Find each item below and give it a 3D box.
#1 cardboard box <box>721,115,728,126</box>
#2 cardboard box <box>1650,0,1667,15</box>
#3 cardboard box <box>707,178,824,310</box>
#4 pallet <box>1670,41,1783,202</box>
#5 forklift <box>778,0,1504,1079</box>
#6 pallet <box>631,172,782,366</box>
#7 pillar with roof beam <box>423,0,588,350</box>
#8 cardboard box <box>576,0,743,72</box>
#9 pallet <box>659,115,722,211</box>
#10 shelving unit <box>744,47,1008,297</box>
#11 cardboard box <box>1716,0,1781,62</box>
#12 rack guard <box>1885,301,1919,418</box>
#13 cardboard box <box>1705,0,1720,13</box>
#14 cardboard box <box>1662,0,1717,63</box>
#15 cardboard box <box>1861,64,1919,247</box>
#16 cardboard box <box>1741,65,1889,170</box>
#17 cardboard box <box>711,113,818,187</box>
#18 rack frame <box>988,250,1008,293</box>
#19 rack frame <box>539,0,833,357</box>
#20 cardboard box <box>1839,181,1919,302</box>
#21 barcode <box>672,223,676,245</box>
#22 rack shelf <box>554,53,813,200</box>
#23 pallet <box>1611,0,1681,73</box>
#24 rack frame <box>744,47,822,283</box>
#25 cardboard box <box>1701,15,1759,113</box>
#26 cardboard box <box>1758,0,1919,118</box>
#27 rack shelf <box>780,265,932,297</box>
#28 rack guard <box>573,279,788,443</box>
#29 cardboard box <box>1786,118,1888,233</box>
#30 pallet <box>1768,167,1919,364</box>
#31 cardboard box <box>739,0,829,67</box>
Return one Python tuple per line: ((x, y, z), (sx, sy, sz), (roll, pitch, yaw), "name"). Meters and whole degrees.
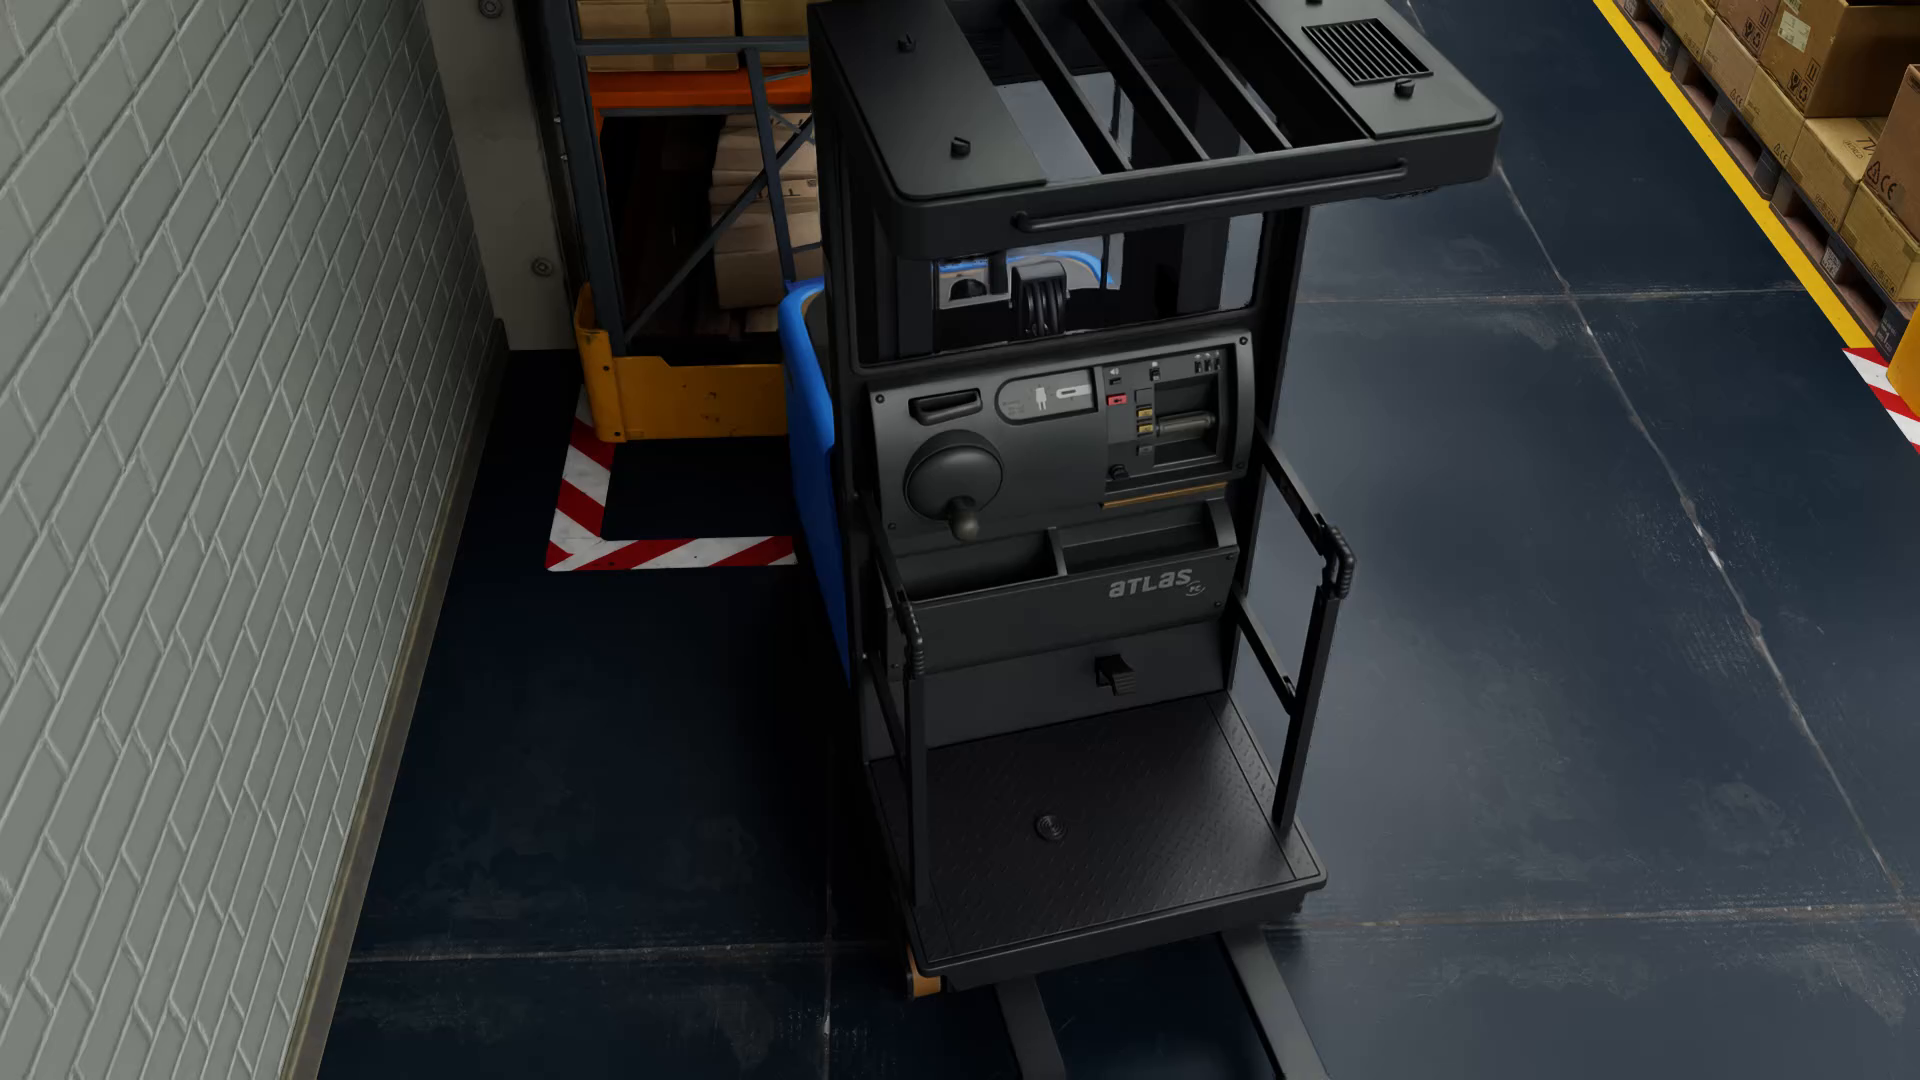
((-0.721, -2.138, 7.387), (0.700, 0.500, 0.500), (-4, 43, -4), "cardboard box")
((3.736, -2.873, 8.388), (0.500, 0.250, 0.500), (-2, 43, -2), "cardboard box")
((-0.716, -1.186, 6.489), (0.500, 0.311, 0.500), (-6, 43, -7), "cardboard box")
((4.050, -1.999, 7.775), (1.003, 0.211, 1.213), (-2, 43, -2), "pallet")
((0.307, -0.164, 3.760), (1.130, 2.935, 3.031), (-10, 43, -11), "forklift")
((-0.779, -1.119, 6.814), (1.003, 0.211, 1.213), (-2, 43, -2), "pallet")
((2.631, -4.329, 3.813), (9.100, 9.000, 0.400), (-2, 43, -2), "pillar with roof beam")
((-0.990, -1.808, 5.599), (0.500, 0.250, 0.500), (-1, 43, -1), "cardboard box")
((-0.828, -1.940, 7.710), (1.003, 0.211, 1.213), (-2, 43, -2), "pallet")
((-0.229, -0.712, 5.372), (0.538, 1.500, 1.048), (-15, 44, -10), "shelving unit")
((3.776, -2.474, 7.398), (0.500, 0.500, 0.500), (-2, 43, -2), "cardboard box")
((4.174, -0.753, 6.201), (1.175, 0.500, 0.348), (-2, 43, -2), "rack guard")
((3.752, -2.811, 7.766), (0.500, 0.500, 0.500), (-2, 43, -2), "cardboard box")
((3.752, -2.535, 8.020), (0.500, 0.250, 0.500), (-2, 43, -2), "cardboard box")
((3.853, -1.462, 6.294), (0.500, 0.500, 0.500), (-2, 43, -2), "cardboard box")
((3.798, -1.860, 7.283), (0.500, 0.250, 0.500), (-2, 43, -2), "cardboard box")
((-0.740, -1.571, 6.909), (0.500, 0.311, 0.500), (2, 43, 2), "cardboard box")
((-0.078, -0.386, 5.013), (0.500, 1.500, 0.032), (-15, 44, -10), "rack frame")
((-0.776, -1.546, 5.216), (1.000, 3.000, 0.127), (-2, 43, -2), "rack frame")
((3.855, -1.185, 6.547), (0.500, 0.250, 0.500), (-2, 43, -2), "cardboard box")
((-1.116, -1.191, 6.486), (0.001, 0.075, 0.075), (-2, 43, -2), "barcode")
((-0.861, -2.631, 6.933), (1.077, 0.370, 4.000), (-2, 43, -2), "rack shelf")
((3.995, -2.825, 8.675), (1.003, 0.211, 1.213), (-2, 43, -2), "pallet")
((-0.379, -1.038, 5.732), (0.500, 1.500, 0.032), (-15, 44, -10), "rack frame")
((3.779, -2.197, 7.652), (0.500, 0.250, 0.500), (-2, 43, -2), "cardboard box")
((3.796, -2.136, 7.030), (0.500, 0.500, 0.500), (-2, 43, -2), "cardboard box")
((-0.216, -0.582, 5.496), (0.538, 0.185, 1.000), (-15, 44, -10), "rack shelf")
((-0.780, -0.676, 6.117), (1.175, 0.500, 0.348), (-2, 43, -2), "rack guard")
((3.822, -1.522, 6.915), (0.500, 0.250, 0.500), (-2, 43, -2), "cardboard box")
((4.098, -1.178, 6.878), (1.003, 0.211, 1.213), (-2, 43, -2), "pallet")
((-0.480, -1.836, 5.630), (0.500, 0.250, 0.500), (-3, 43, -3), "cardboard box")
